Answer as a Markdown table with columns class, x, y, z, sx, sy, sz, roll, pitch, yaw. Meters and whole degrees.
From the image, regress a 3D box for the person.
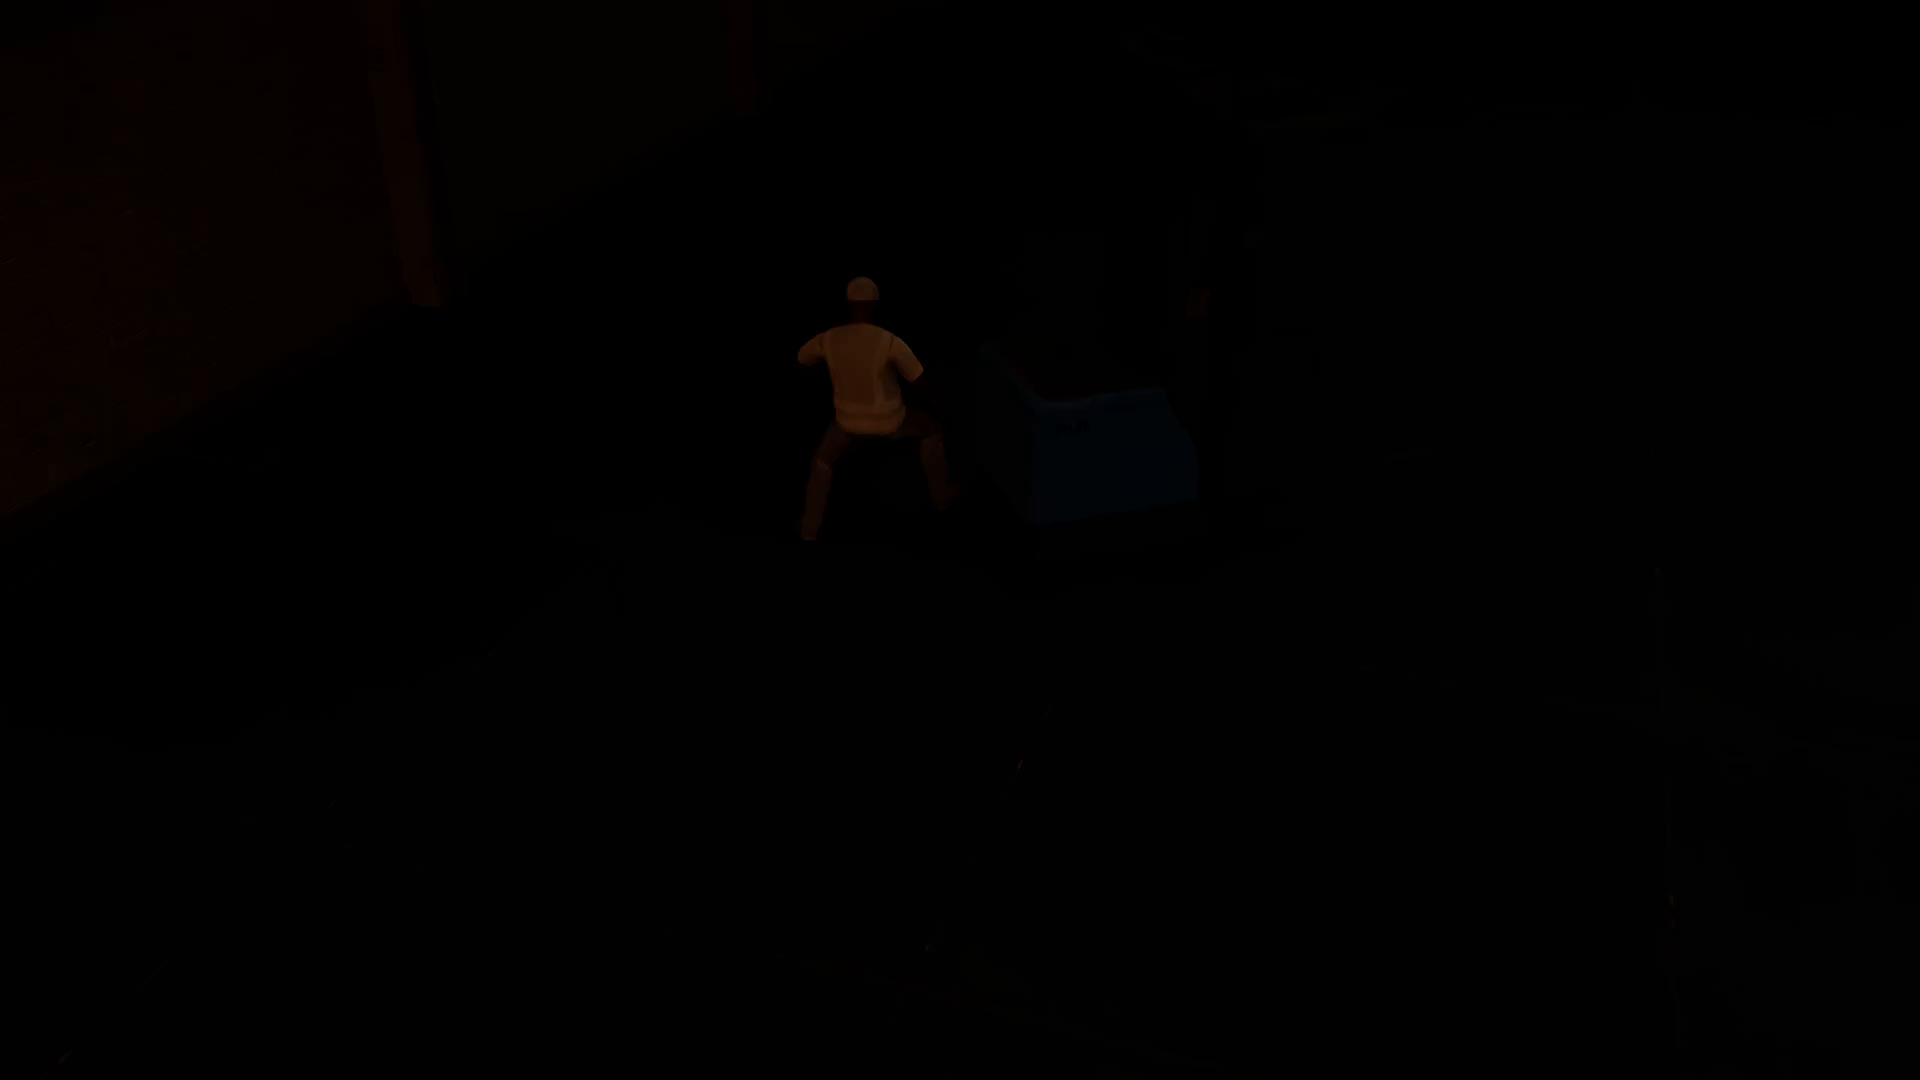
| class | x | y | z | sx | sy | sz | roll | pitch | yaw |
| --- | --- | --- | --- | --- | --- | --- | --- | --- | --- |
| person | -0.576 | -0.833 | 9.985 | 1.036 | 1.621 | 0.863 | 8 | 31 | 14 |

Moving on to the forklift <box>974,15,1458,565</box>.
| class | x | y | z | sx | sy | sz | roll | pitch | yaw |
| --- | --- | --- | --- | --- | --- | --- | --- | --- | --- |
| forklift | 1.663 | -1.565 | 9.882 | 3.031 | 2.935 | 1.130 | -10 | 31 | -17 |
